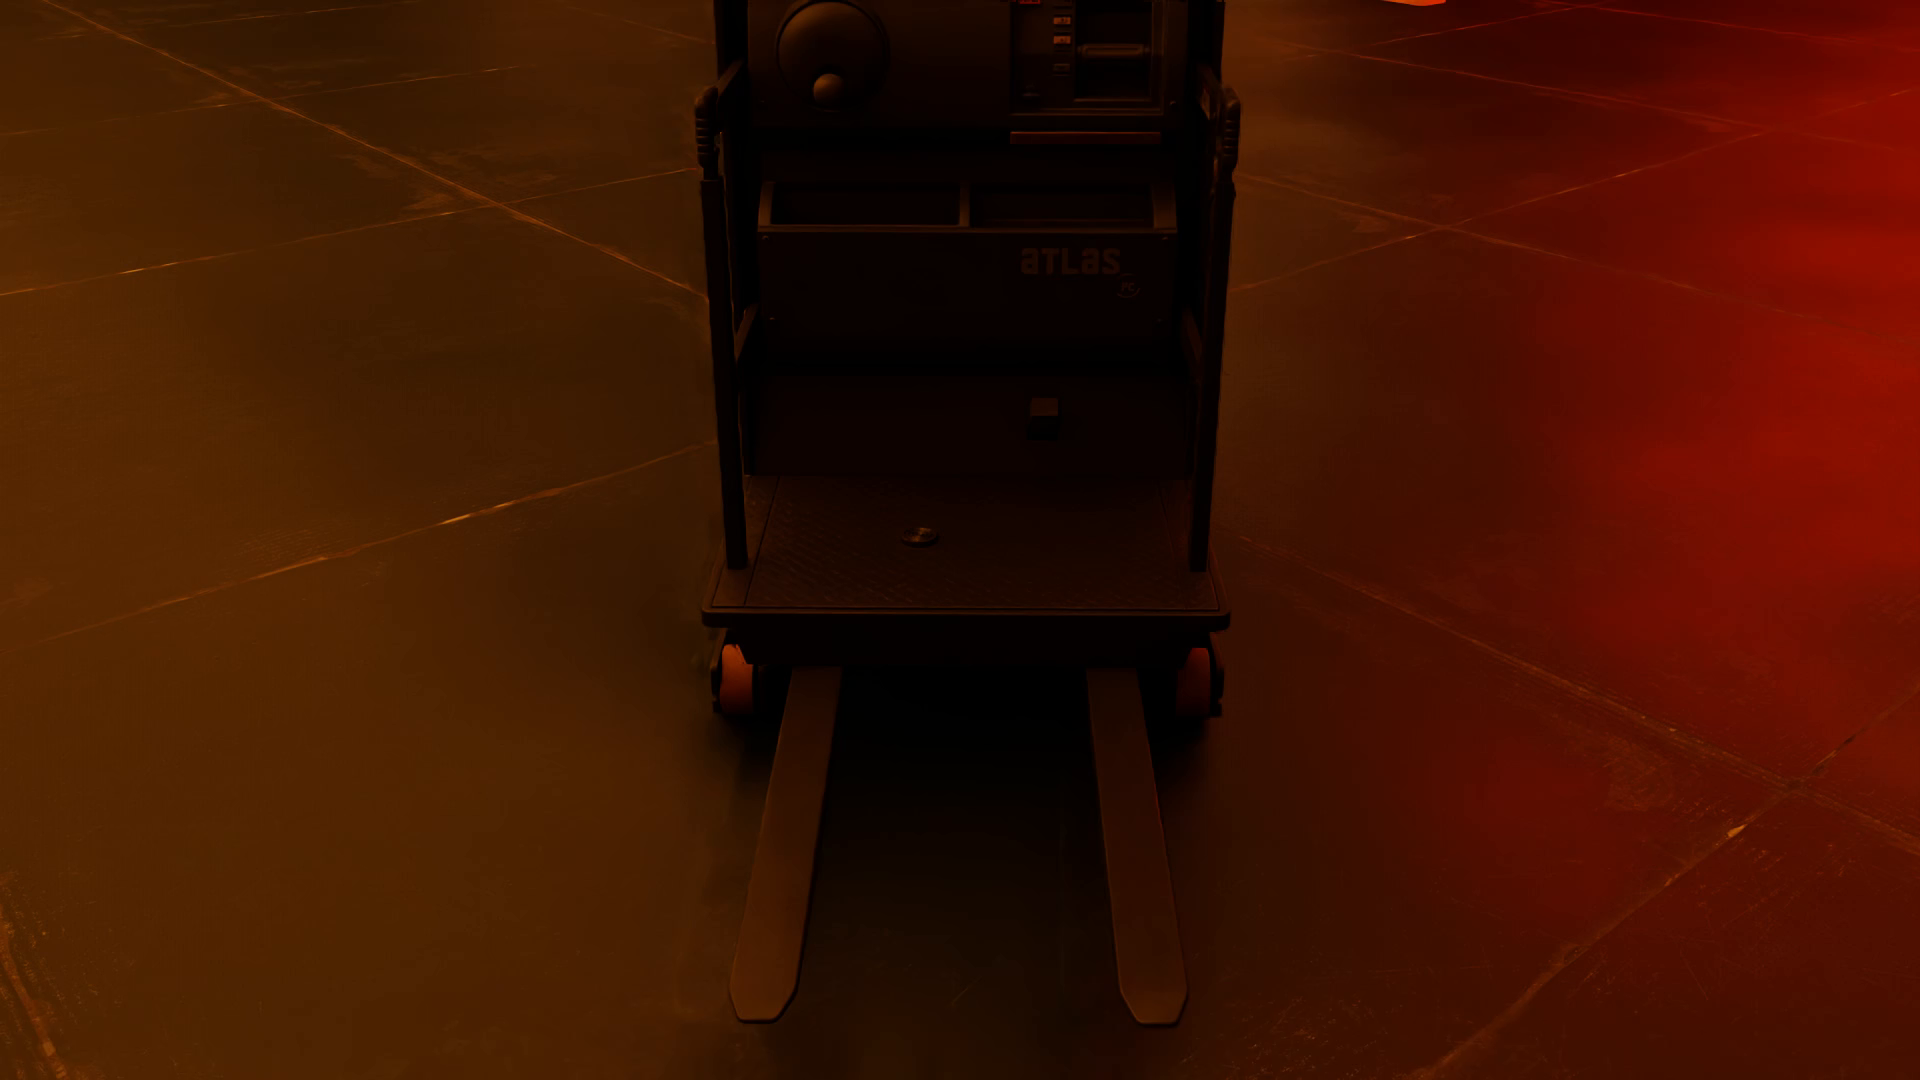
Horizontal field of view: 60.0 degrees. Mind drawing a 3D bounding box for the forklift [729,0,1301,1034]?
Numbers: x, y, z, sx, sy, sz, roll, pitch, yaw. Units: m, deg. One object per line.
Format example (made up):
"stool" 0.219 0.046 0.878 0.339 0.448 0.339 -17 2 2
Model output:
"forklift" 0.071 -1.054 3.328 1.130 2.935 3.031 -2 26 -4
